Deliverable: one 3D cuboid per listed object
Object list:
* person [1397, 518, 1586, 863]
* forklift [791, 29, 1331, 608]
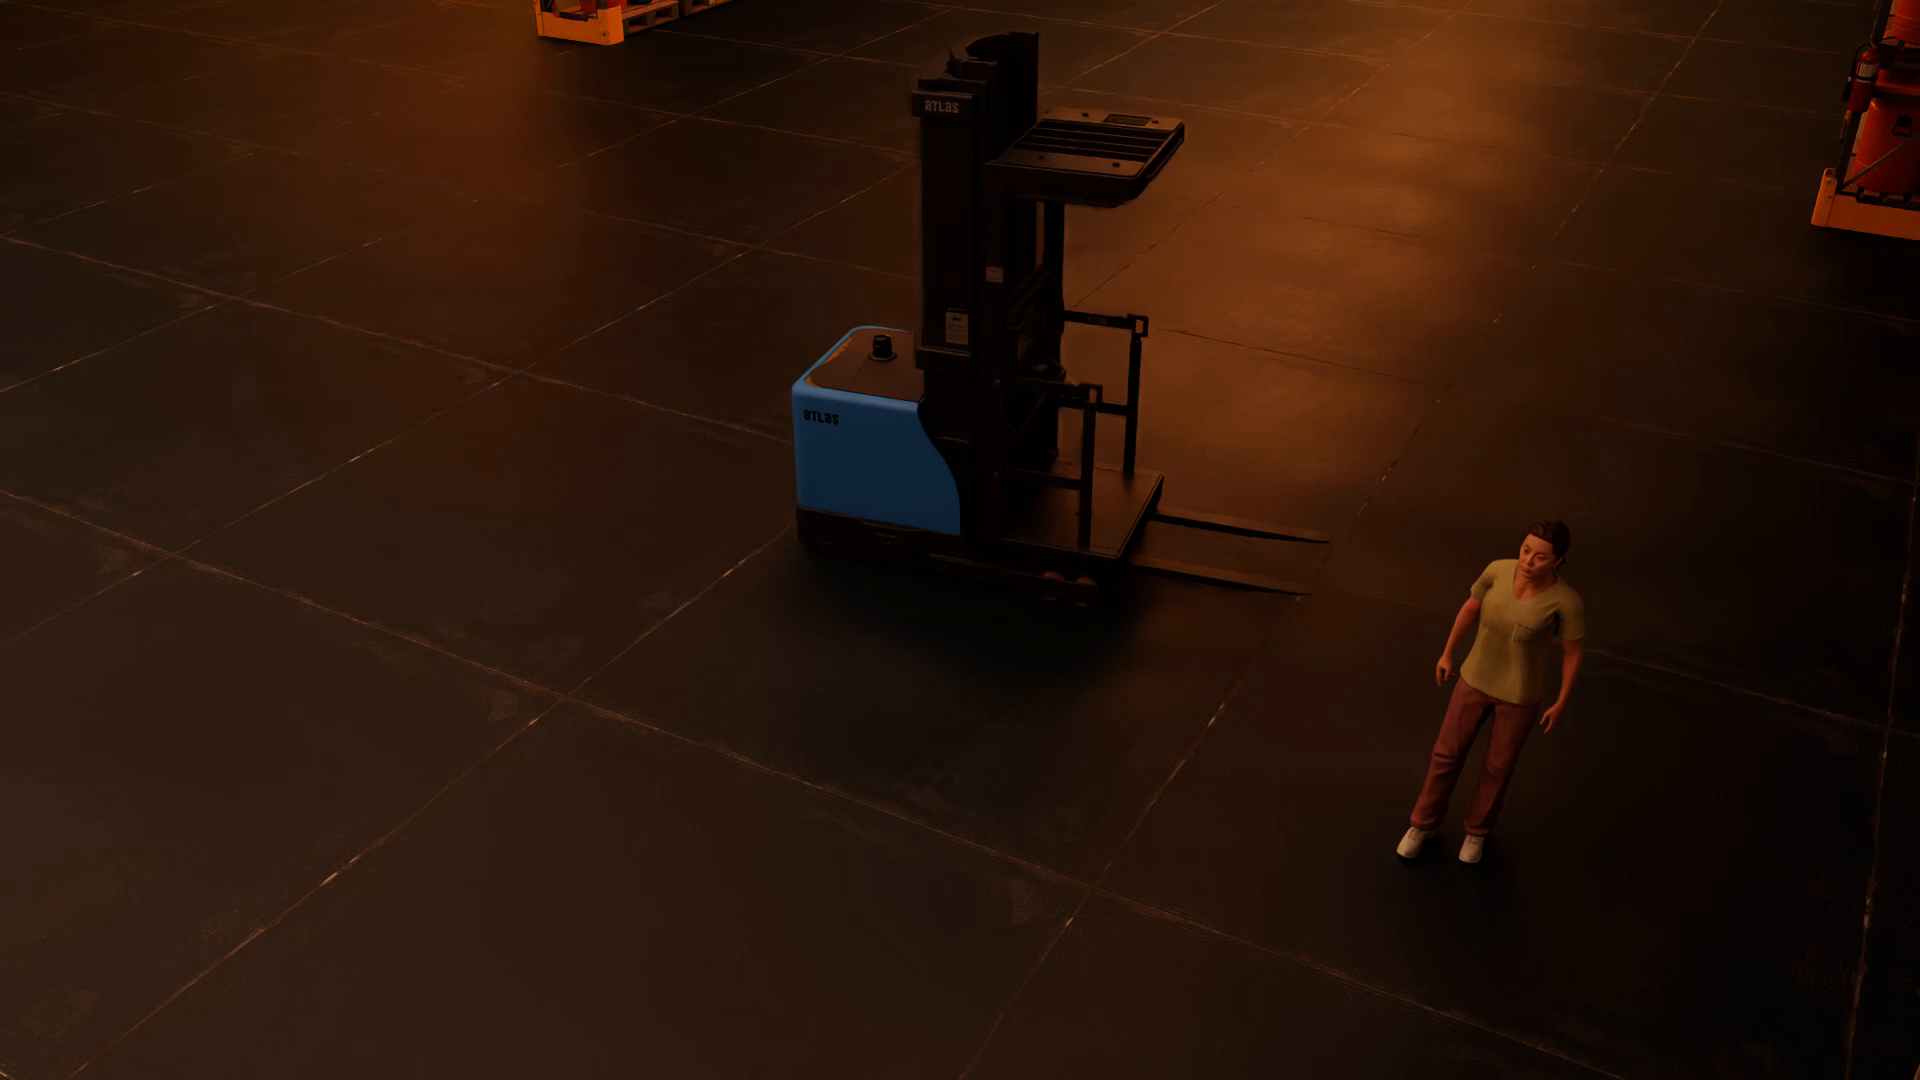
[{"bbox_3d":[2.303,0.675,7.156,0.577,1.679,0.536,20,35,31],"label":"person"},{"bbox_3d":[0.600,-1.190,9.133,3.031,2.935,1.130,10,31,17],"label":"forklift"}]
